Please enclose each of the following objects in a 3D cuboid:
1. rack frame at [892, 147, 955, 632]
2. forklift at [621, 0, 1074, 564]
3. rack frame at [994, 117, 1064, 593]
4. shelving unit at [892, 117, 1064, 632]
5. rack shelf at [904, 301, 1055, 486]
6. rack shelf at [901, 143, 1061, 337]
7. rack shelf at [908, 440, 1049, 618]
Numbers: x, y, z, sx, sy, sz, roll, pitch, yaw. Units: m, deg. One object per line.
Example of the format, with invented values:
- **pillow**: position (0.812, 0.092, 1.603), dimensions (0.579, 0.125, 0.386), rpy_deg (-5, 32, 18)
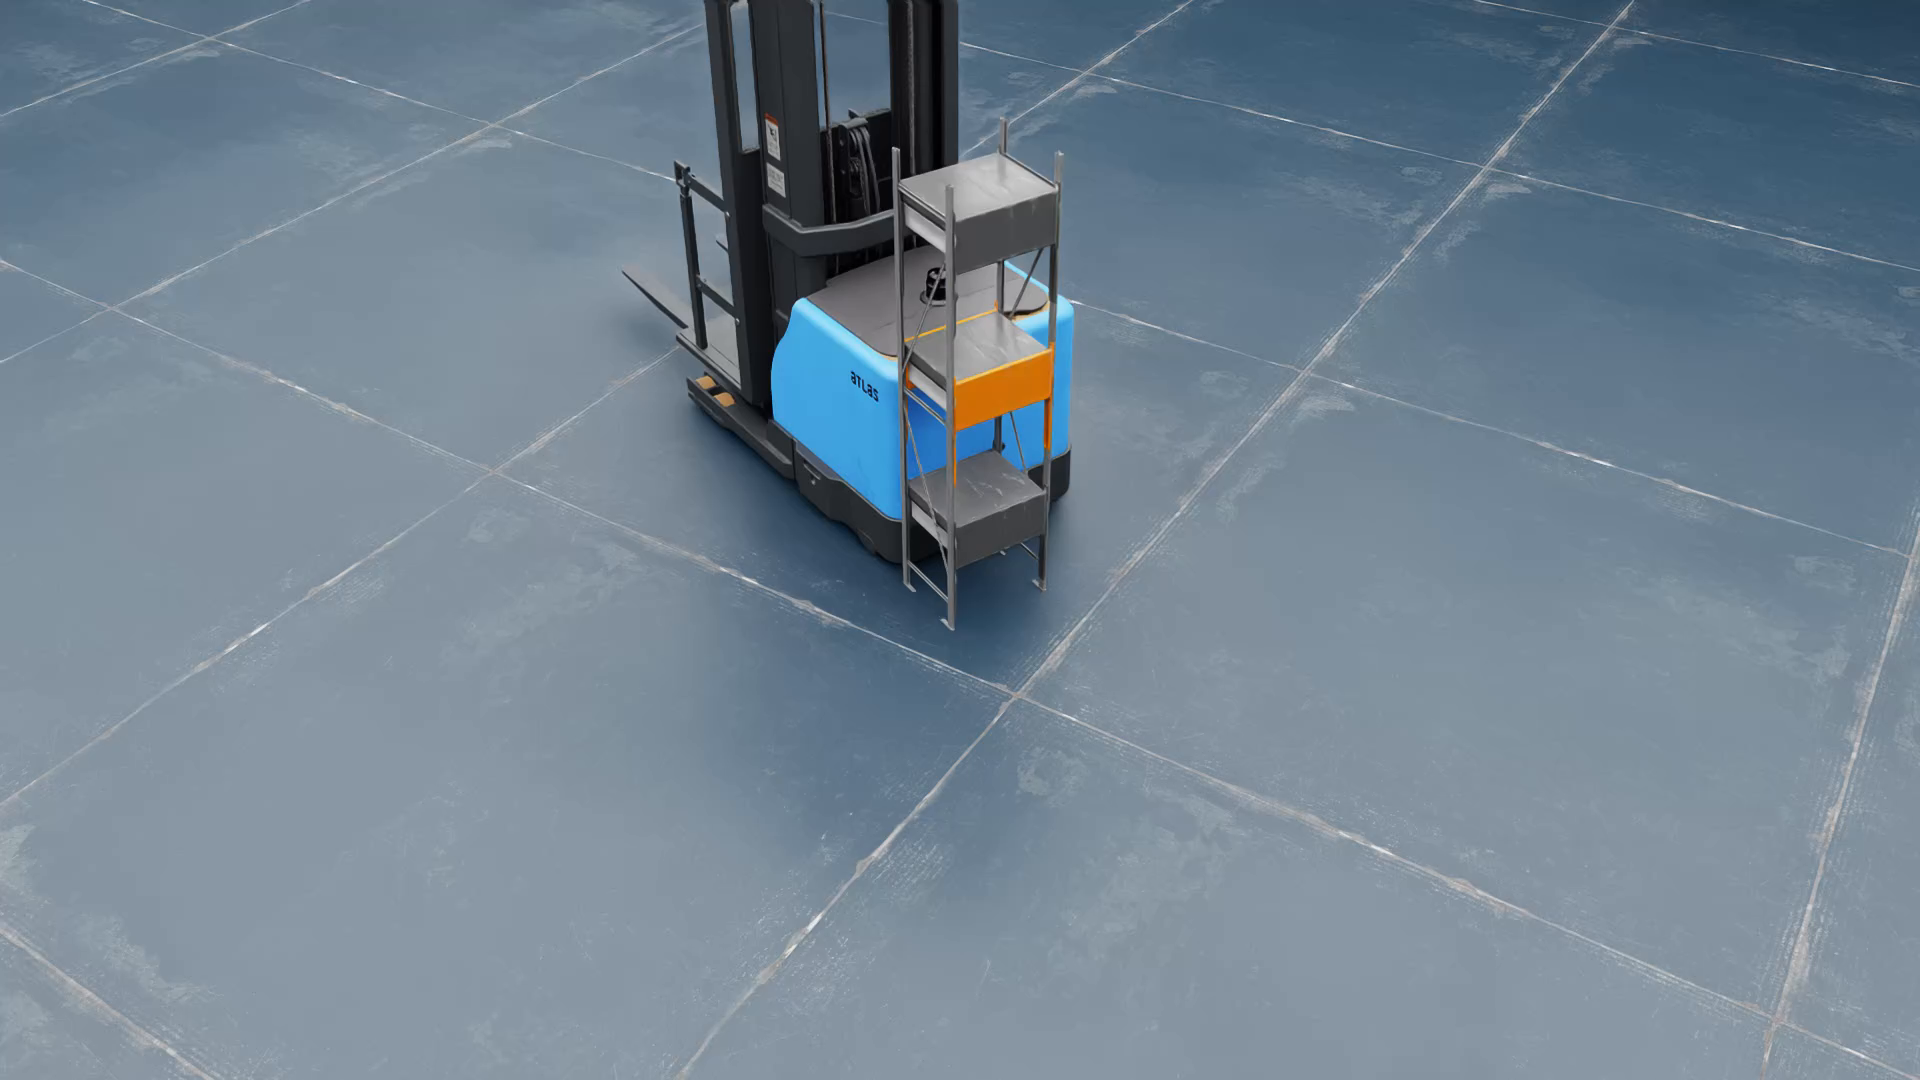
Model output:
- **rack frame**: position (-0.139, -0.535, 6.725), dimensions (0.015, 2.100, 0.400), rpy_deg (-22, 43, -26)
- **forklift**: position (-0.753, -1.905, 7.821), dimensions (1.130, 2.935, 3.031), rpy_deg (-24, 44, -28)
- **rack frame**: position (0.268, -0.700, 6.938), dimensions (0.015, 2.100, 0.400), rpy_deg (-22, 43, -26)
- **shelving unit**: position (0.065, -0.618, 6.831), dimensions (0.503, 2.100, 0.431), rpy_deg (-22, 43, -26)
- **rack shelf**: position (0.065, -0.607, 6.840), dimensions (0.480, 0.518, 0.431), rpy_deg (-22, 43, -26)
- **rack shelf**: position (0.065, -1.161, 6.412), dimensions (0.480, 0.518, 0.431), rpy_deg (-22, 43, -26)
- **rack shelf**: position (0.065, -0.052, 7.267), dimensions (0.480, 0.518, 0.431), rpy_deg (-22, 43, -26)
